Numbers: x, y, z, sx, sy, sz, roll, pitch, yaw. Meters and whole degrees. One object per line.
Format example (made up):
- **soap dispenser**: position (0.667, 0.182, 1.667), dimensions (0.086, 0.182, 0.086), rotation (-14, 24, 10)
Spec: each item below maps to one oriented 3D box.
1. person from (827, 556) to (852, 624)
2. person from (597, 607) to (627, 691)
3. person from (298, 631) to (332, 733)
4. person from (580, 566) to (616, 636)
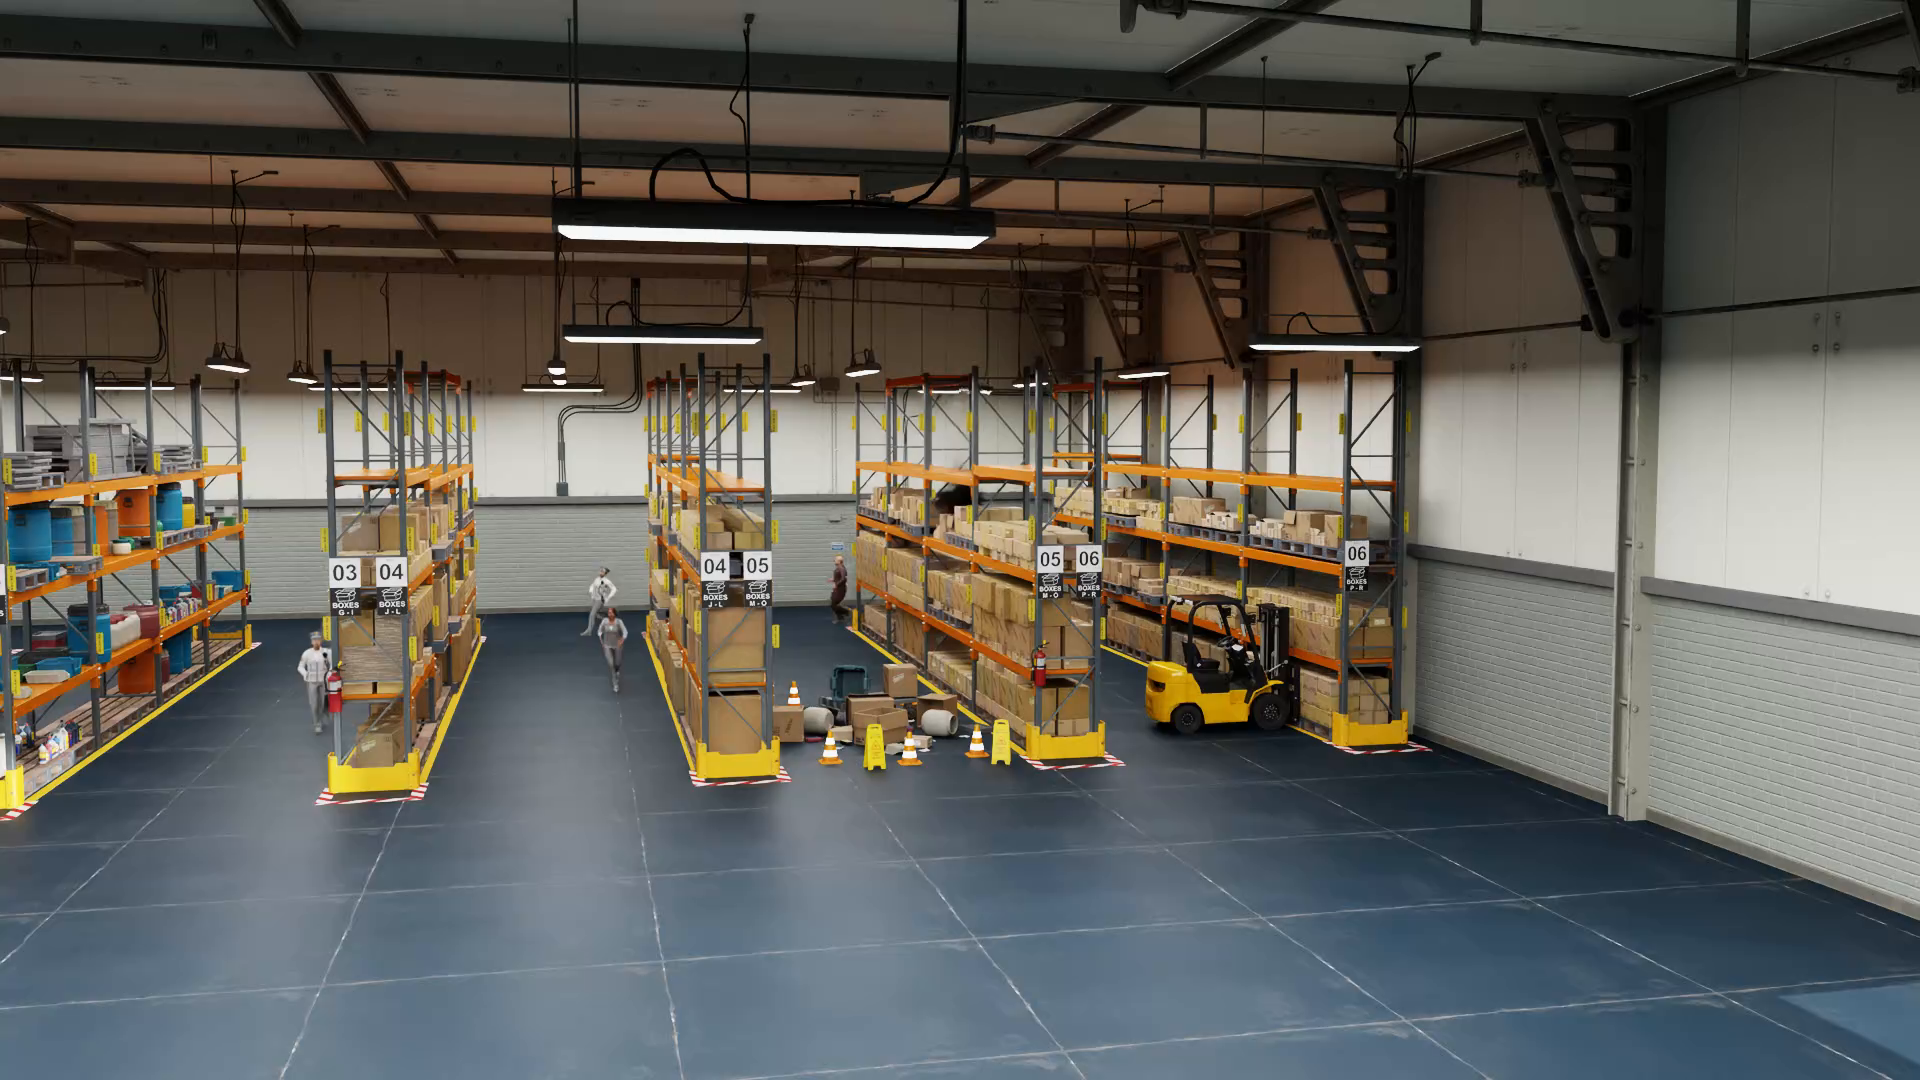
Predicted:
- **person**: position (-2.996, 1.256, 41.614), dimensions (0.686, 1.722, 0.738), rotation (0, 4, 0)
- **person**: position (-6.587, 2.042, 31.522), dimensions (0.559, 1.576, 0.695), rotation (-1, 4, -8)
- **person**: position (-10.417, 2.299, 26.979), dimensions (0.608, 1.649, 0.549), rotation (-1, 4, -18)
- **person**: position (-8.529, 1.432, 39.227), dimensions (0.675, 1.632, 0.858), rotation (3, 5, 41)
